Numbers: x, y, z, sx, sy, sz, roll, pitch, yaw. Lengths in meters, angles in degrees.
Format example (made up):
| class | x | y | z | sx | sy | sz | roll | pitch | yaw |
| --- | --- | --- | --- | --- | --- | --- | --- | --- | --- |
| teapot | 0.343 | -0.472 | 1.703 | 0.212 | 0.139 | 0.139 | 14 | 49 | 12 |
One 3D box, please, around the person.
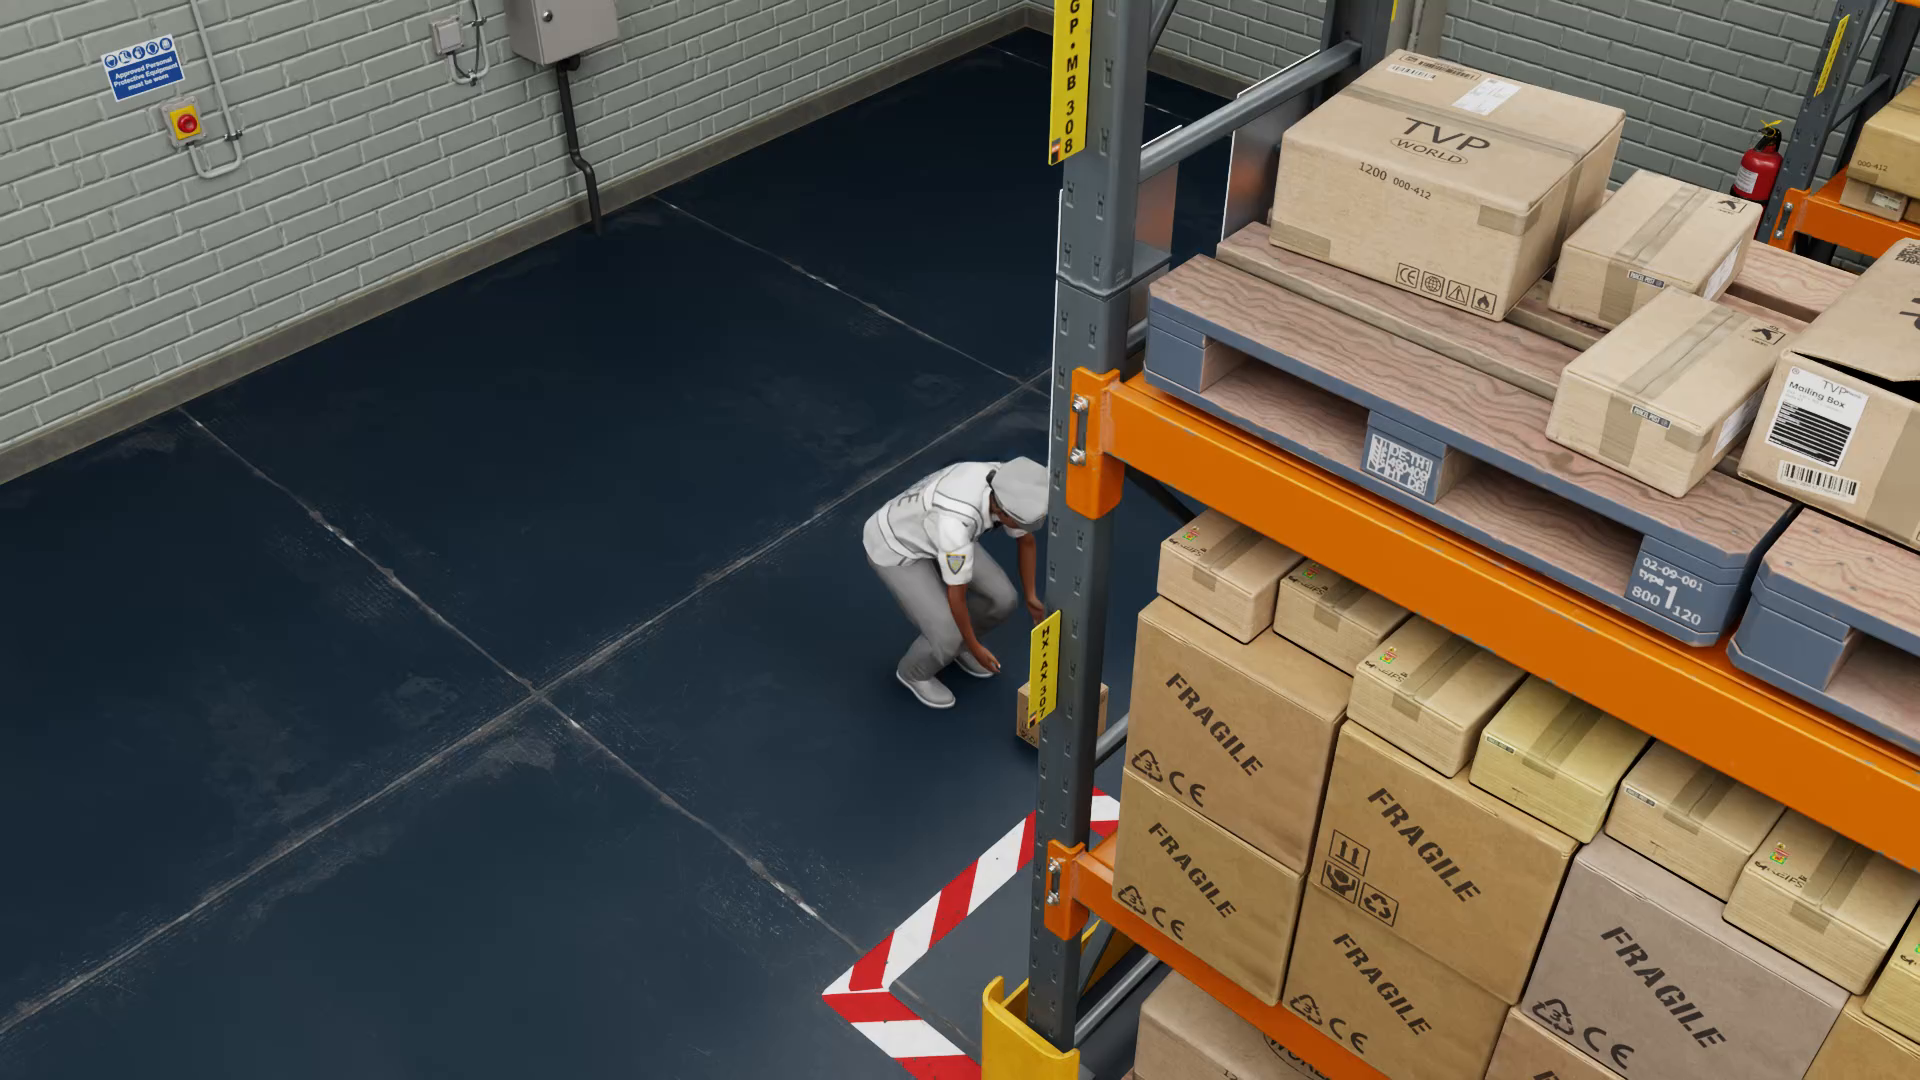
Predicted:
| class | x | y | z | sx | sy | sz | roll | pitch | yaw |
| --- | --- | --- | --- | --- | --- | --- | --- | --- | --- |
| person | 0.019 | 0.111 | 6.398 | 0.803 | 1.189 | 0.500 | 30 | 48 | 31 |
